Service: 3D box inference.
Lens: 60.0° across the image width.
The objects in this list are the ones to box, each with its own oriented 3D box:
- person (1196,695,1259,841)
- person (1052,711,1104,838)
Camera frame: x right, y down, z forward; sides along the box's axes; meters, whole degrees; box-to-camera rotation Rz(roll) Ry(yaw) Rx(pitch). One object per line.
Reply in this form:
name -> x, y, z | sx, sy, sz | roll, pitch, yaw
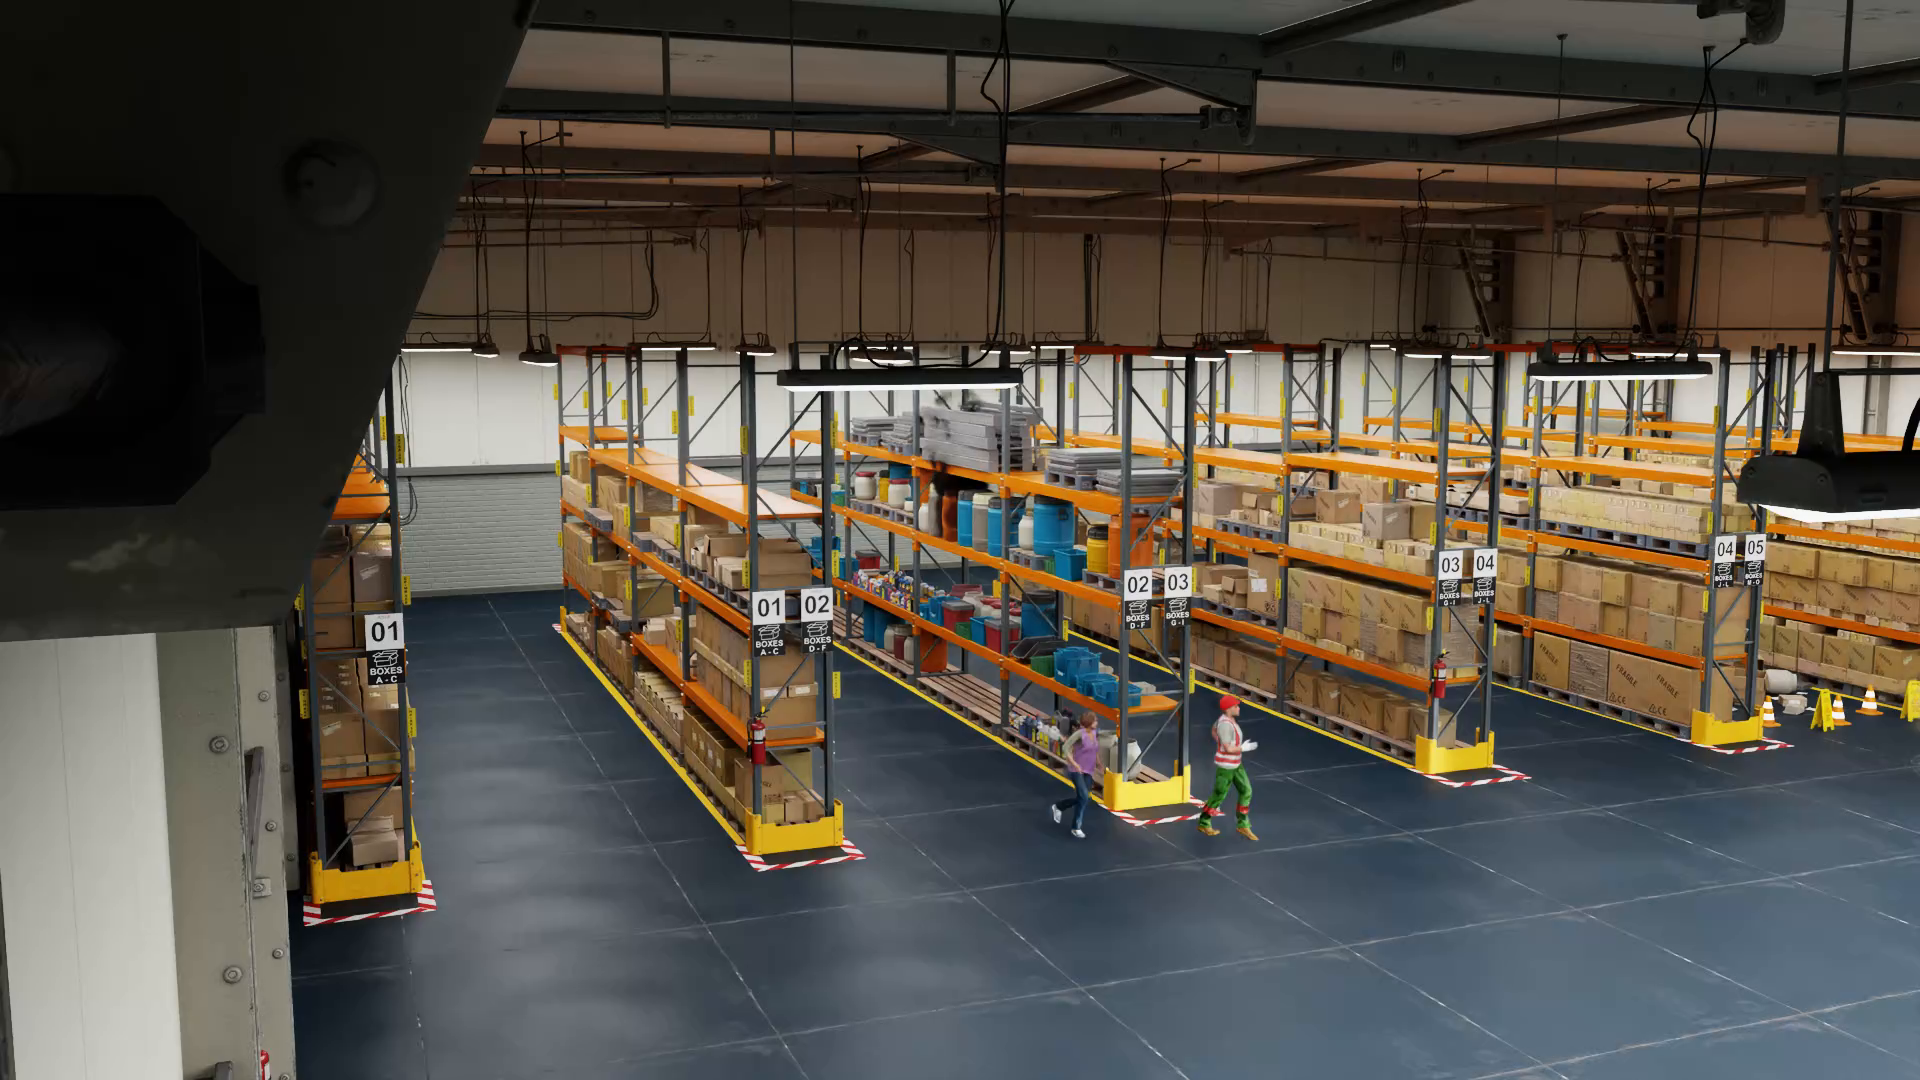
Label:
person -> 3.327, 2.820, 20.594 | 0.759, 1.831, 0.672 | 3, 8, 21
person -> 1.506, 2.931, 21.079 | 0.645, 1.549, 0.598 | 7, 10, 43
